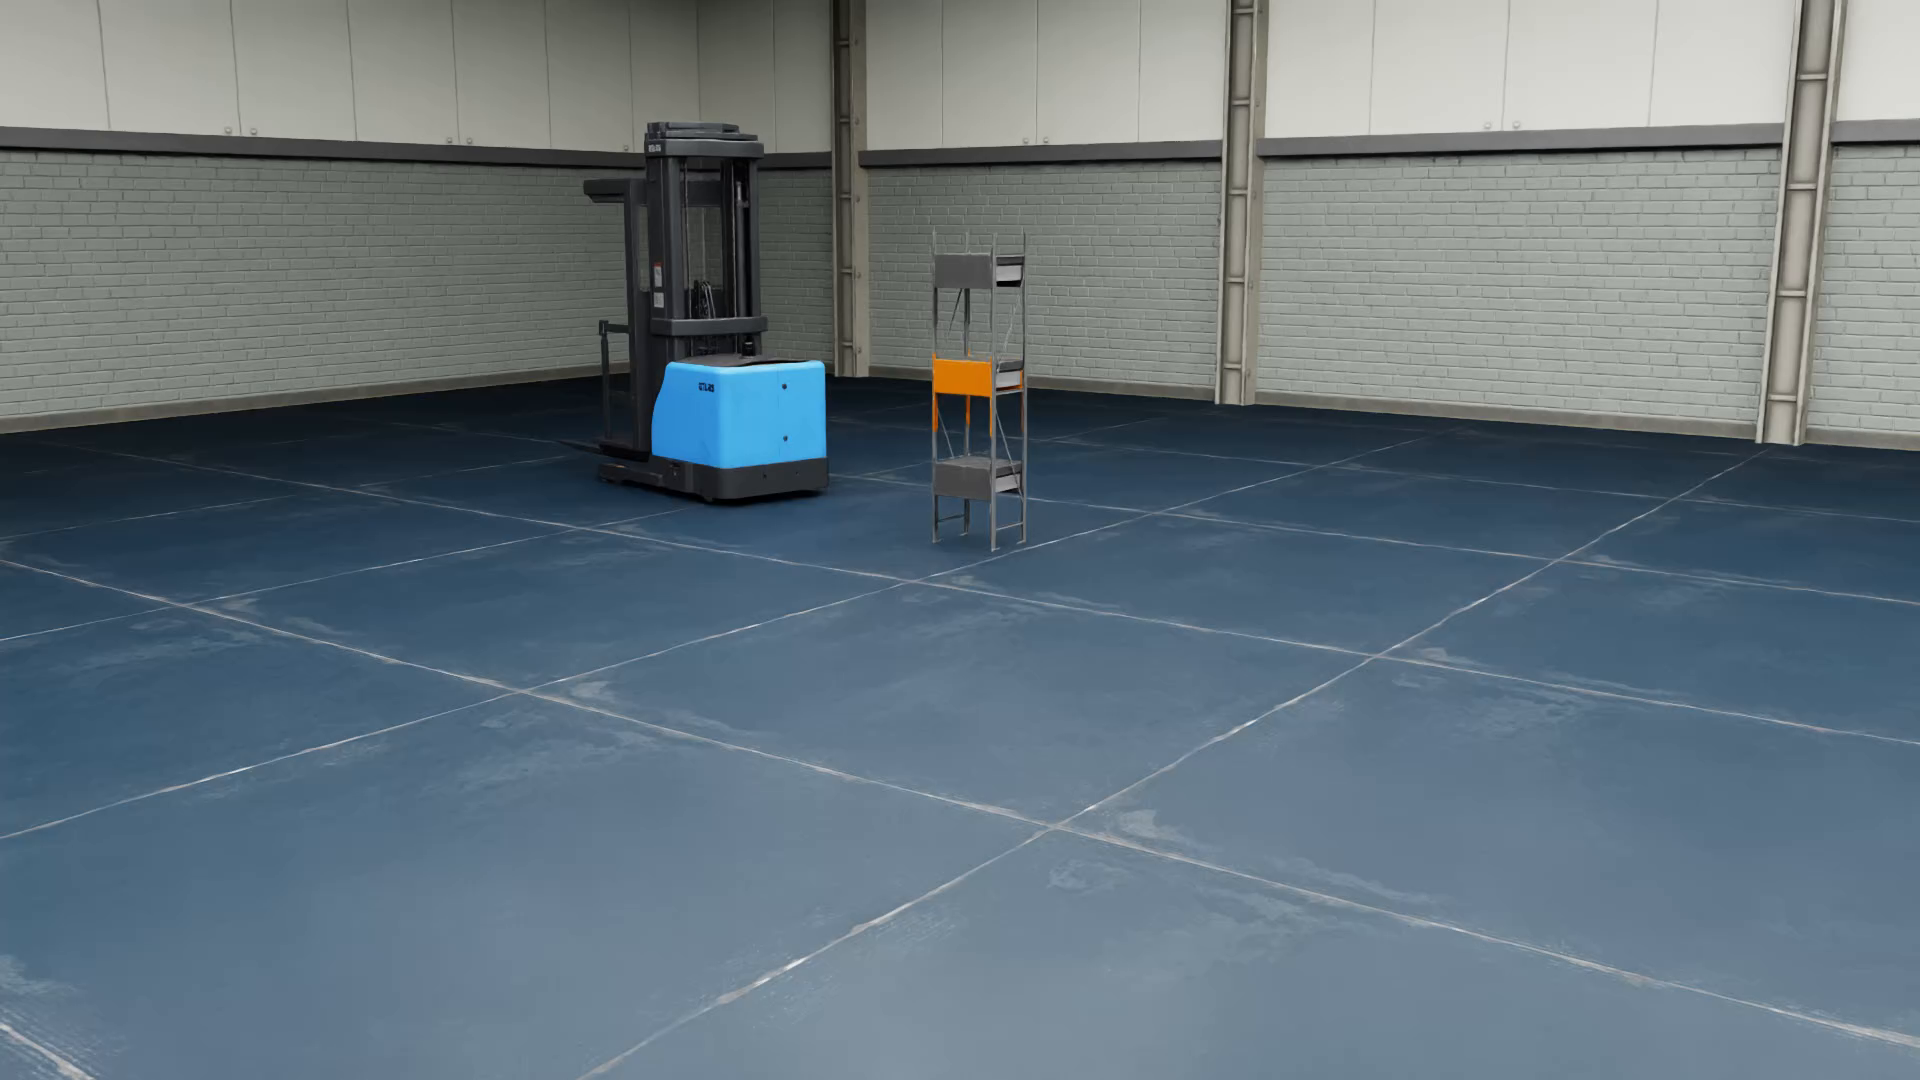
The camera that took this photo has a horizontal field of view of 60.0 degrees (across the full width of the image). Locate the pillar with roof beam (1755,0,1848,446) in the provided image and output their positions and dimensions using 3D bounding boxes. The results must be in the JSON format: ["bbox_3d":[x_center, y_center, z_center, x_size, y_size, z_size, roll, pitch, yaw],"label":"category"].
[{"bbox_3d":[5.600,-4.725,12.263,0.400,9.000,9.100,8,13,36],"label":"pillar with roof beam"}]

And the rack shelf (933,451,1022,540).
[{"bbox_3d":[0.133,-0.312,11.370,0.480,0.518,0.431,8,13,36],"label":"rack shelf"}]

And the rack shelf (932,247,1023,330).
[{"bbox_3d":[0.133,-1.686,11.104,0.480,0.518,0.431,8,13,36],"label":"rack shelf"}]

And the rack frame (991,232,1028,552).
[{"bbox_3d":[0.330,-0.985,11.092,0.015,2.100,0.400,8,13,36],"label":"rack frame"}]

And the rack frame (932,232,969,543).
[{"bbox_3d":[-0.063,-1.040,11.376,0.015,2.100,0.400,8,13,36],"label":"rack frame"}]

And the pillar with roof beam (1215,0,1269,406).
[{"bbox_3d":[0.764,-5.400,15.750,0.400,9.000,9.100,8,13,36],"label":"pillar with roof beam"}]

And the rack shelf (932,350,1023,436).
[{"bbox_3d":[0.133,-0.999,11.237,0.480,0.518,0.431,8,13,36],"label":"rack shelf"}]

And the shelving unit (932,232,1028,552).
[{"bbox_3d":[0.133,-1.012,11.234,0.503,2.100,0.431,8,13,36],"label":"shelving unit"}]

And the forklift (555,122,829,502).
[{"bbox_3d":[-2.413,-1.954,13.915,1.130,2.935,3.031,-10,15,-41],"label":"forklift"}]

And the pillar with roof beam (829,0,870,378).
[{"bbox_3d":[-4.072,-6.074,19.237,0.400,9.000,9.100,8,13,36],"label":"pillar with roof beam"}]
